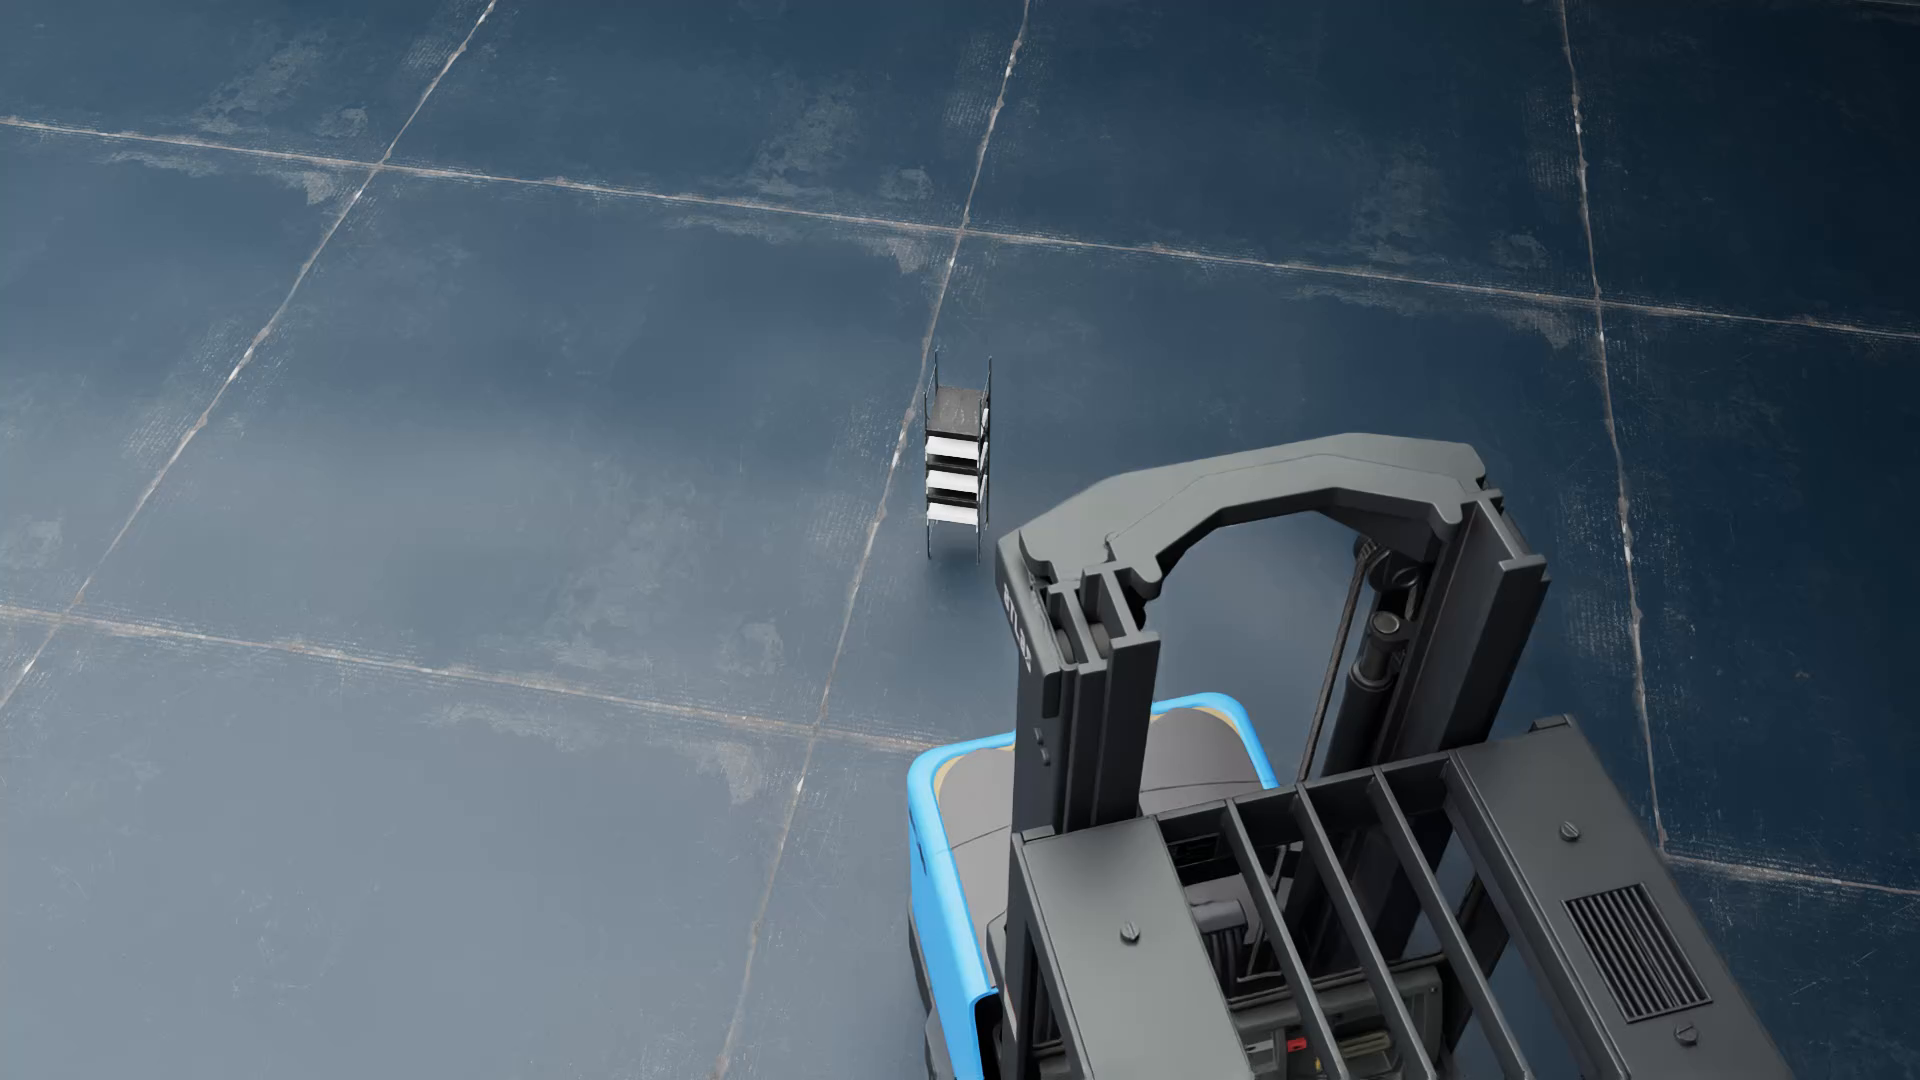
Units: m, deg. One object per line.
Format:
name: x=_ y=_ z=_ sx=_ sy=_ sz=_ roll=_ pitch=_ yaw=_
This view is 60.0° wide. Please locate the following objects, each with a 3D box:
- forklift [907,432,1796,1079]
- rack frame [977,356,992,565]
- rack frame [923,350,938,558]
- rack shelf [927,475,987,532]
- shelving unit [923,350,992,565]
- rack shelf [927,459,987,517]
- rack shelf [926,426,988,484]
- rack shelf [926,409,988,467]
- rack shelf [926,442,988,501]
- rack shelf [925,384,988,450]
forklift: x=0.687 y=1.324 z=3.562 sx=1.130 sy=2.935 sz=3.031 roll=-11 pitch=49 yaw=-9
rack frame: x=0.092 y=-0.288 z=6.376 sx=0.006 sy=0.900 sz=0.240 roll=8 pitch=49 yaw=7
rack frame: x=-0.108 y=-0.315 z=6.400 sx=0.006 sy=0.900 sz=0.240 roll=8 pitch=49 yaw=7
rack shelf: x=-0.008 y=-0.159 z=6.547 sx=0.200 sy=0.077 sz=0.258 roll=8 pitch=49 yaw=7
shelving unit: x=-0.008 y=-0.302 z=6.388 sx=0.210 sy=0.900 sz=0.258 roll=8 pitch=49 yaw=7
rack shelf: x=-0.008 y=-0.219 z=6.480 sx=0.200 sy=0.077 sz=0.258 roll=8 pitch=49 yaw=7
rack shelf: x=-0.008 y=-0.340 z=6.346 sx=0.200 sy=0.077 sz=0.258 roll=8 pitch=49 yaw=7
rack shelf: x=-0.008 y=-0.400 z=6.279 sx=0.200 sy=0.077 sz=0.258 roll=8 pitch=49 yaw=7
rack shelf: x=-0.008 y=-0.280 z=6.413 sx=0.200 sy=0.077 sz=0.258 roll=8 pitch=49 yaw=7
rack shelf: x=-0.008 y=-0.460 z=6.212 sx=0.200 sy=0.077 sz=0.258 roll=8 pitch=49 yaw=7
